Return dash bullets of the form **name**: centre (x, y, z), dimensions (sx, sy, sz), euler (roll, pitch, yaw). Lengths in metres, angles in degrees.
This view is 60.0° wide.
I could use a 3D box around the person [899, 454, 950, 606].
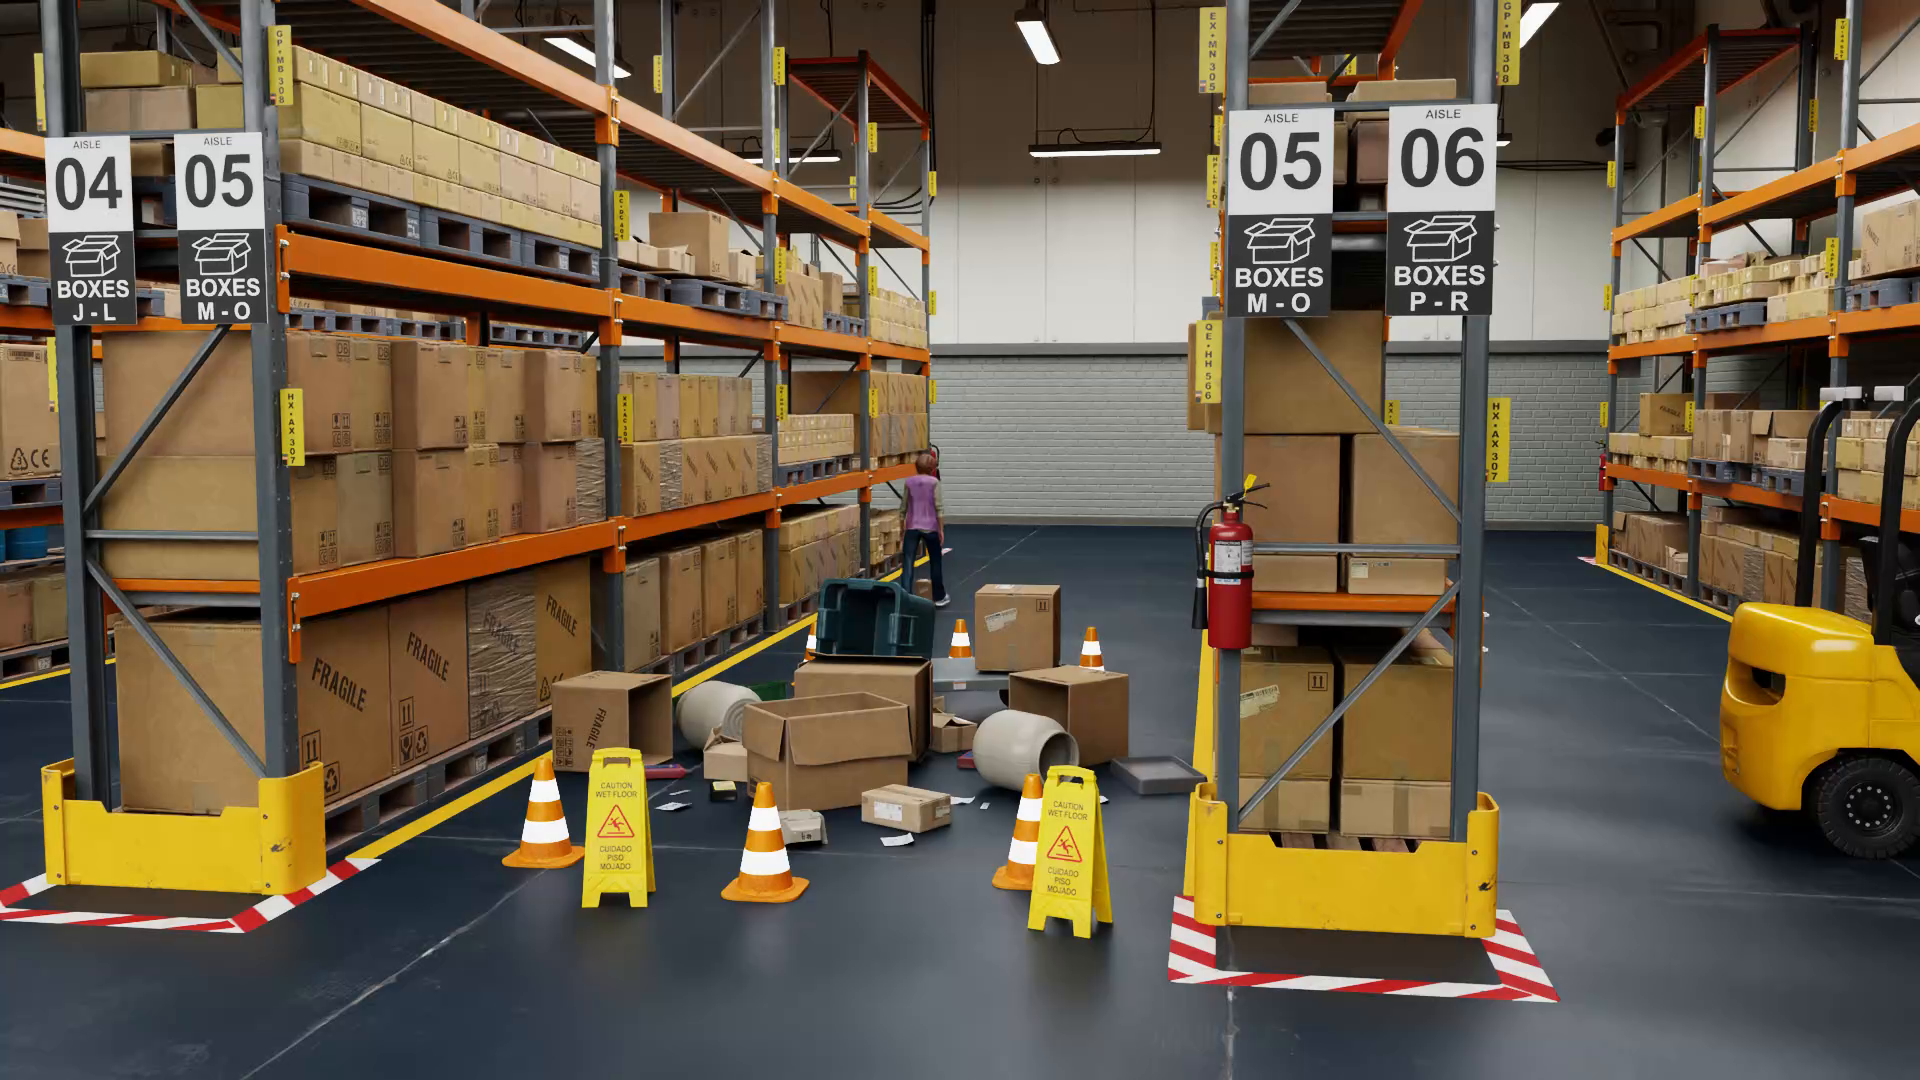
- **person**: centre (-0.407, -0.087, 16.718), dimensions (0.561, 1.547, 0.824), euler (0, 5, 4)
